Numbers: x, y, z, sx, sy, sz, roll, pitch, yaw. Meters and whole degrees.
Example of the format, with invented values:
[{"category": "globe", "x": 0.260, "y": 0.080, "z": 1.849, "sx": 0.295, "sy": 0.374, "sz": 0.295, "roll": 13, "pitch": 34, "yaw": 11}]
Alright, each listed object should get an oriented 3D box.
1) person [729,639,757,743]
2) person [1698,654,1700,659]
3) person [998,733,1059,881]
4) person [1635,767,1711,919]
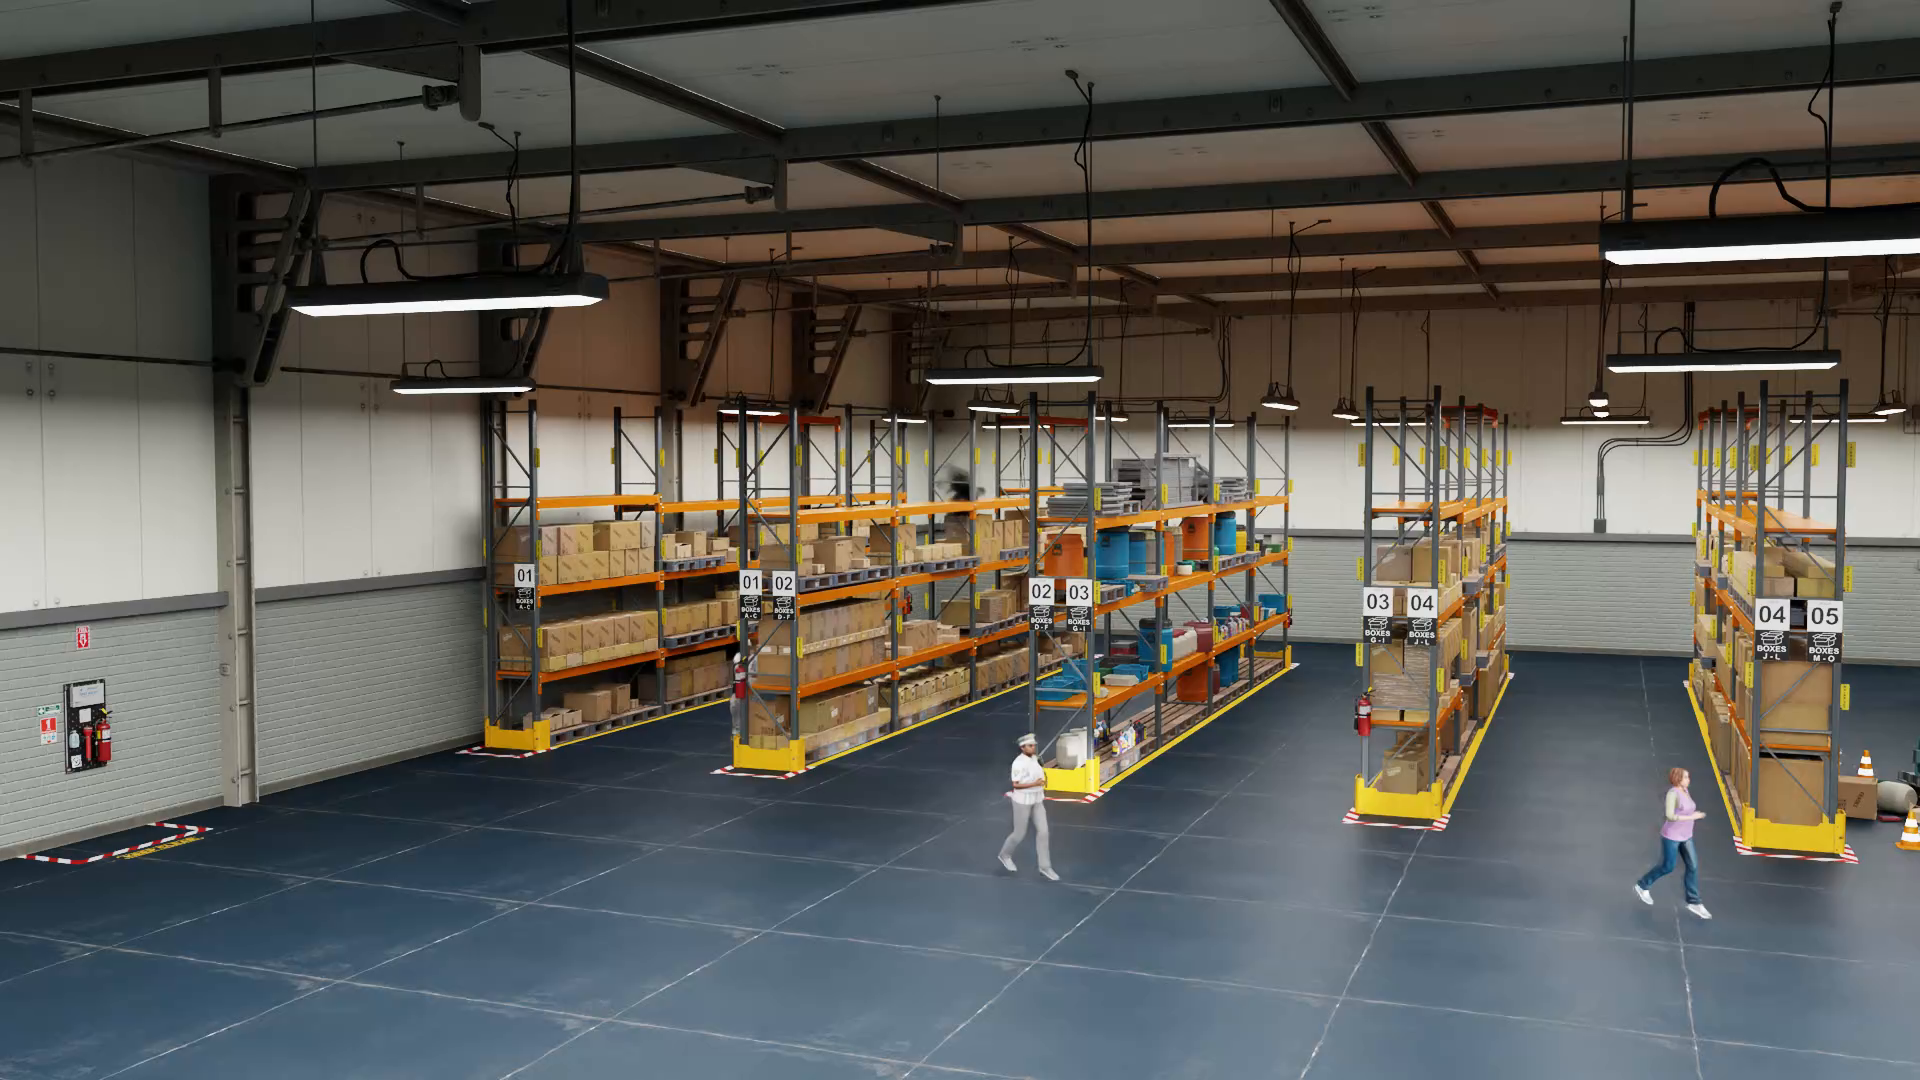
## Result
[{"category": "person", "x": -3.804, "y": 2.660, "z": 29.494, "sx": 0.659, "sy": 1.848, "sz": 0.803, "roll": 1, "pitch": 3, "yaw": 18}, {"category": "person", "x": 16.974, "y": 2.330, "z": 37.576, "sx": 0.524, "sy": 1.691, "sz": 0.907, "roll": 2, "pitch": 3, "yaw": 36}, {"category": "person", "x": 0.811, "y": 3.151, "z": 19.822, "sx": 0.850, "sy": 1.719, "sz": 0.570, "roll": 3, "pitch": 4, "yaw": 45}, {"category": "person", "x": 7.830, "y": 3.279, "z": 18.232, "sx": 0.566, "sy": 1.611, "sz": 0.831, "roll": -2, "pitch": 4, "yaw": -39}]
